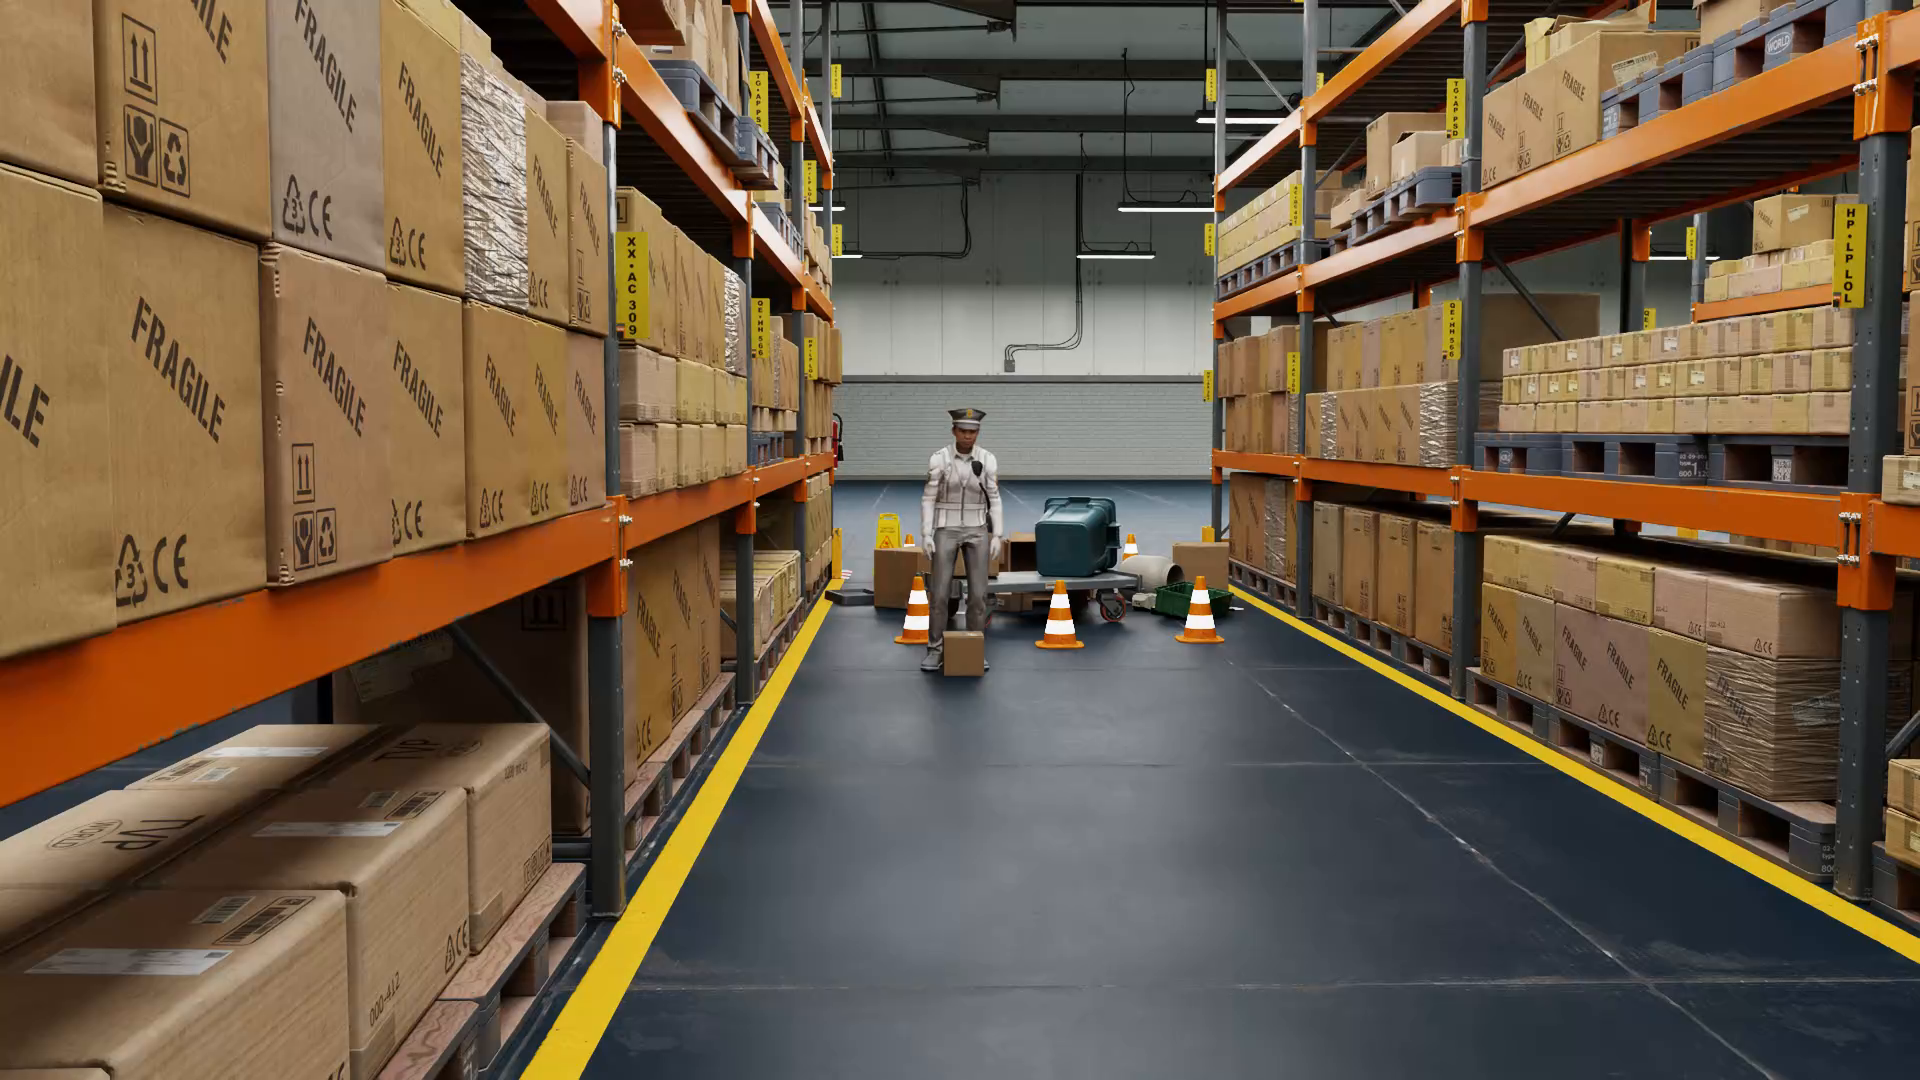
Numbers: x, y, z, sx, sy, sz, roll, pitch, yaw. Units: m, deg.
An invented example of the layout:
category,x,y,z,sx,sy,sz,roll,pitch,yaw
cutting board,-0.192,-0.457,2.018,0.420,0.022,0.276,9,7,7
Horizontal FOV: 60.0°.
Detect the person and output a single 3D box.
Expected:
category,x,y,z,sx,sy,sz,roll,pitch,yaw
person,0.011,-0.009,10.608,0.541,1.662,0.375,0,4,-5
